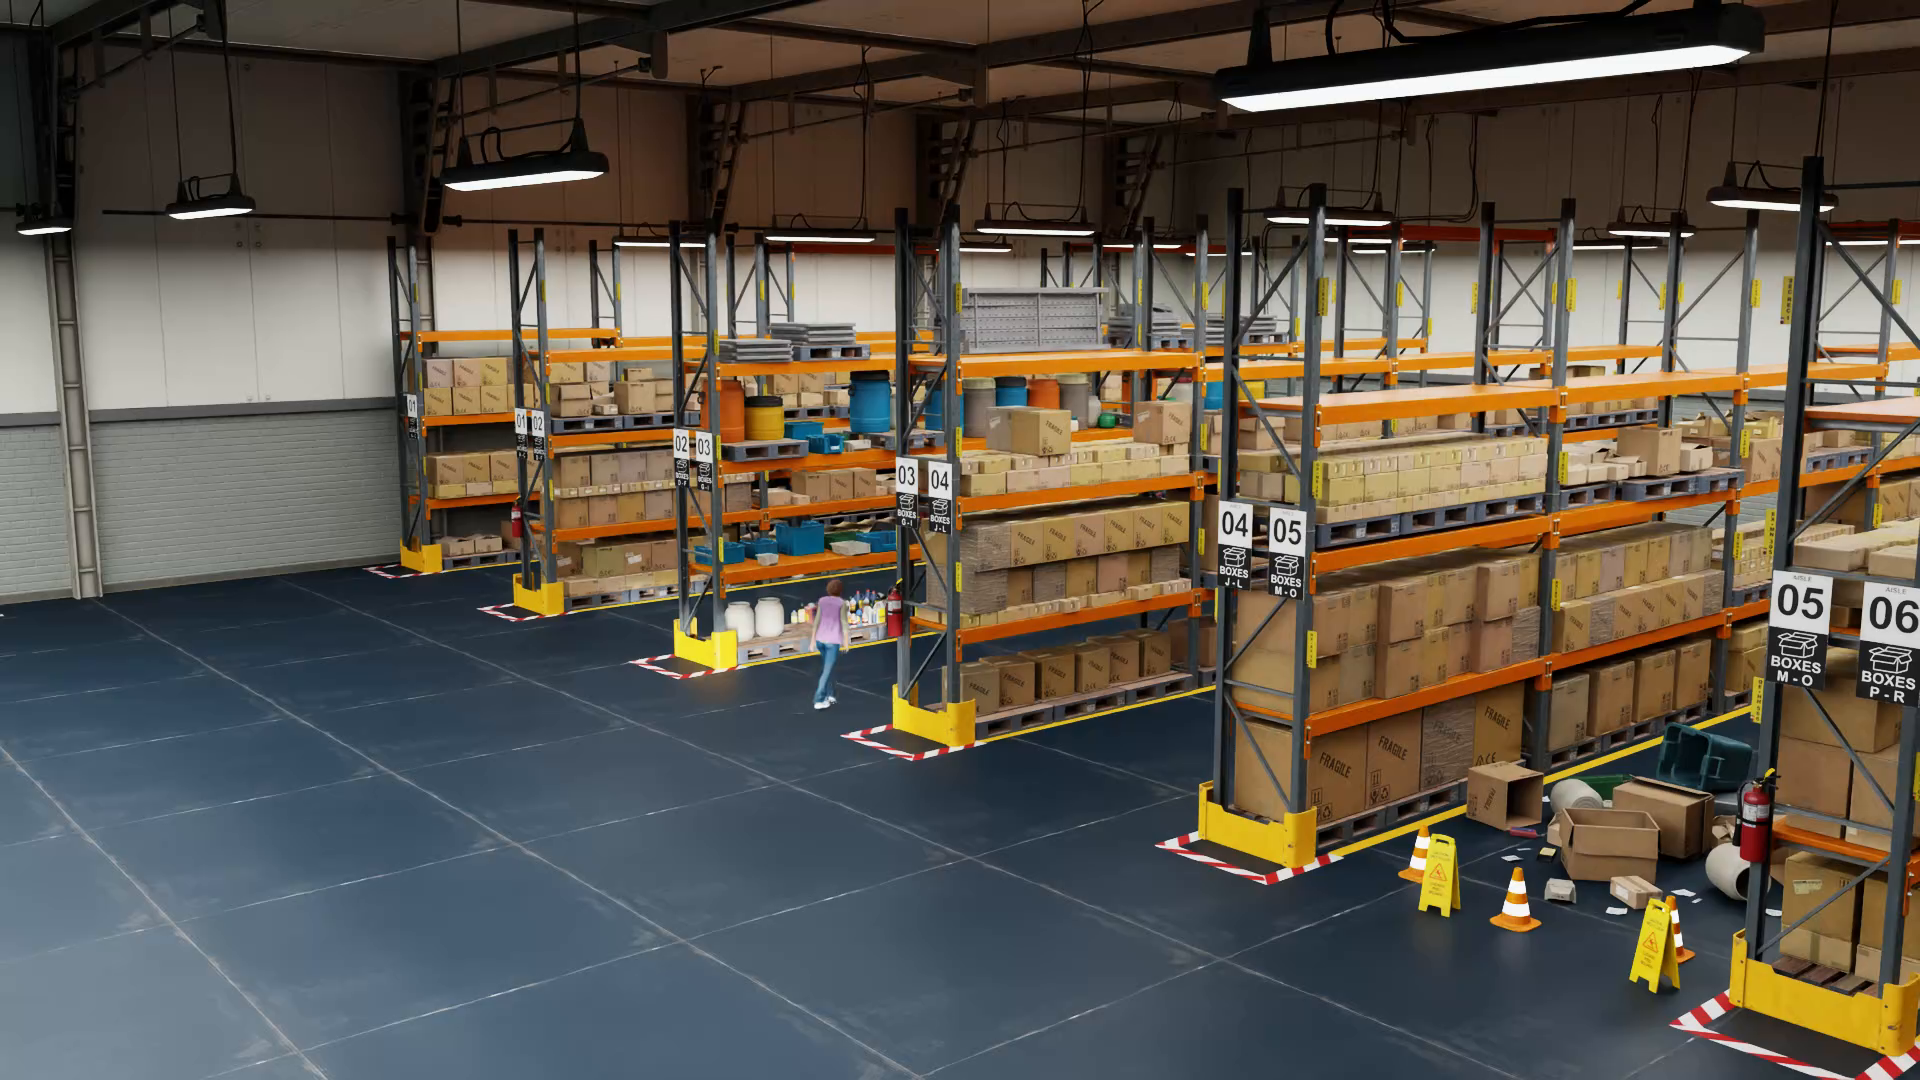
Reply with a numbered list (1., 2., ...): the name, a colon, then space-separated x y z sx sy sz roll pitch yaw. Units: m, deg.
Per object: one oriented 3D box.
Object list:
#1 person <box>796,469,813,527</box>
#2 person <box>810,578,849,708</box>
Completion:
1. person: -3.060 -0.523 31.769 0.481 1.655 0.516 -4 10 -26
2. person: -1.586 1.282 20.369 0.431 1.613 0.636 5 10 31
